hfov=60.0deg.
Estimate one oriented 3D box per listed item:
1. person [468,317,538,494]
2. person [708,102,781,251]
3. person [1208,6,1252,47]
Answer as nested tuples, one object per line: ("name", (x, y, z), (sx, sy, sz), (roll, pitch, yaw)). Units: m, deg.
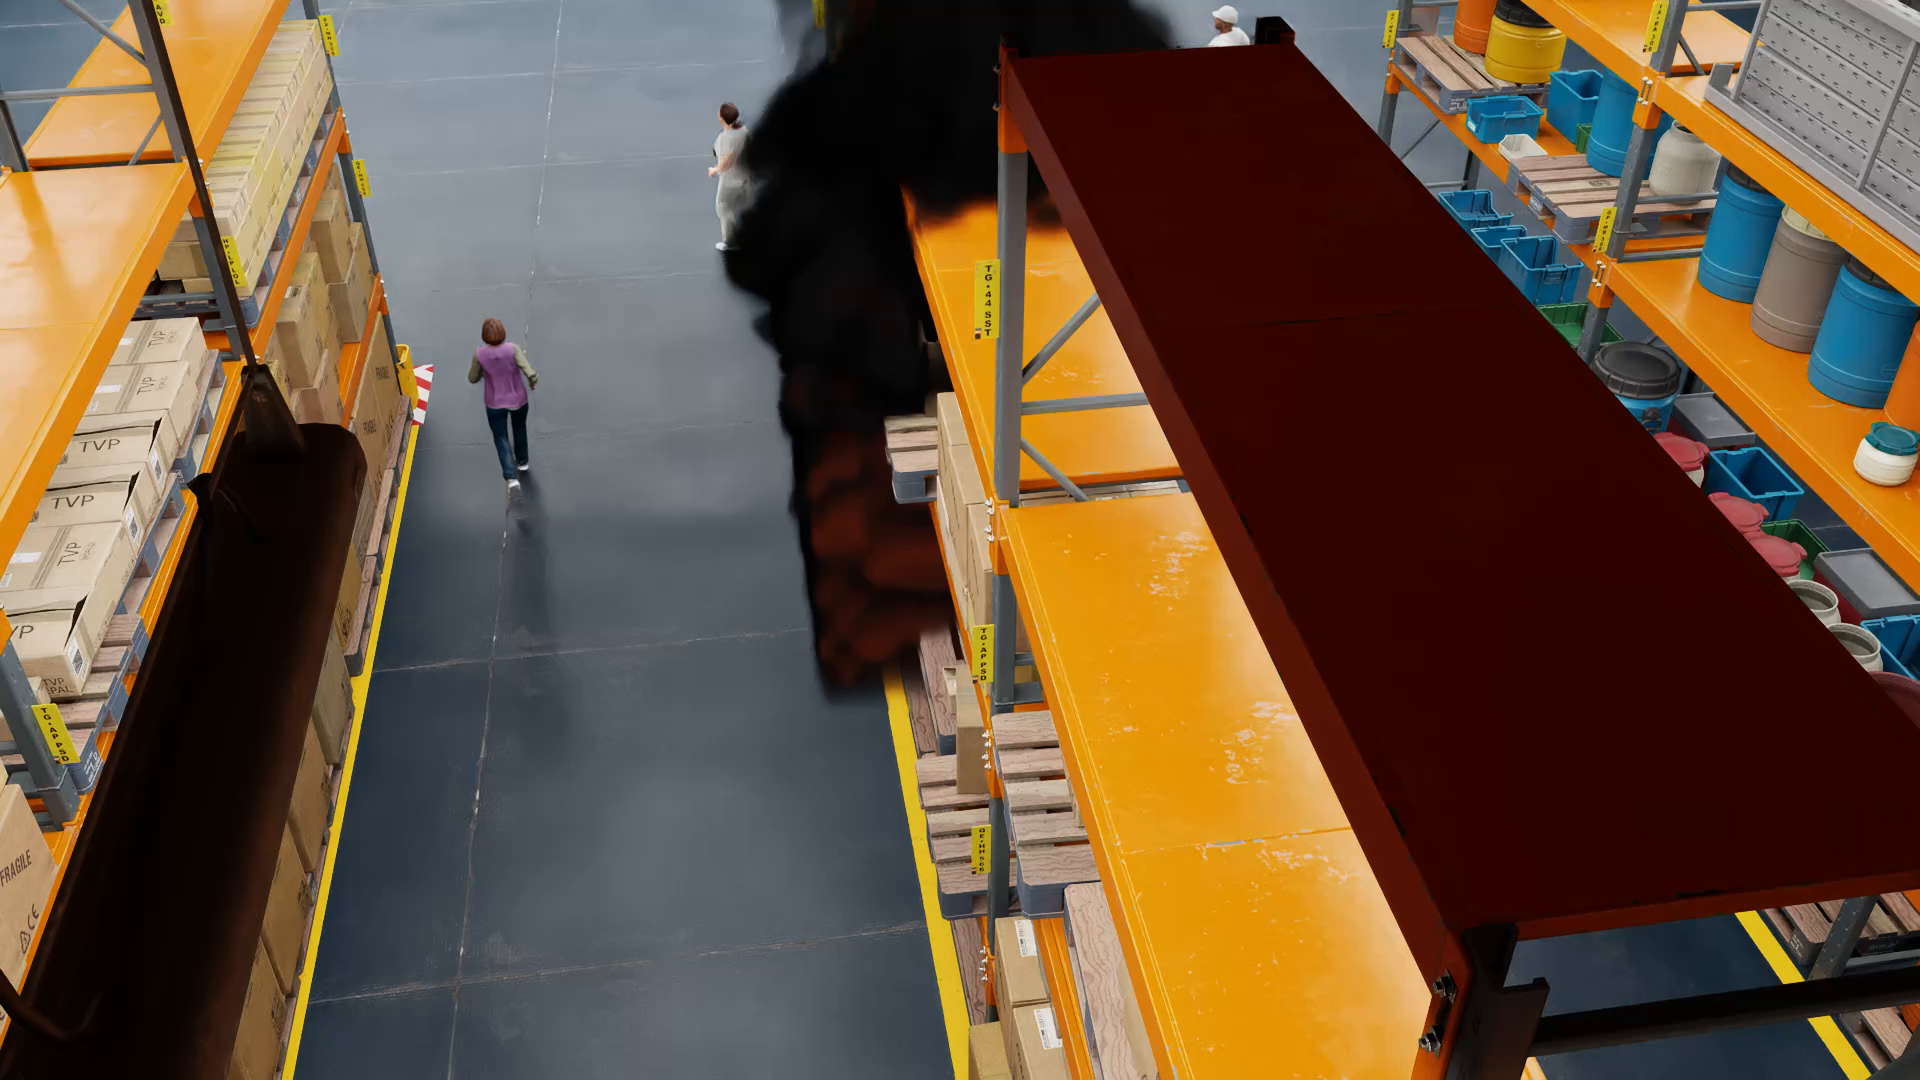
("person", (-3.704, -1.119, 13.622), (0.545, 1.575, 0.864), (-10, 38, -14))
("person", (-2.274, -3.681, 17.100), (0.757, 1.656, 0.573), (18, 40, 23))
("person", (2.968, -5.218, 19.034), (0.880, 1.797, 0.686), (11, 38, 14))
